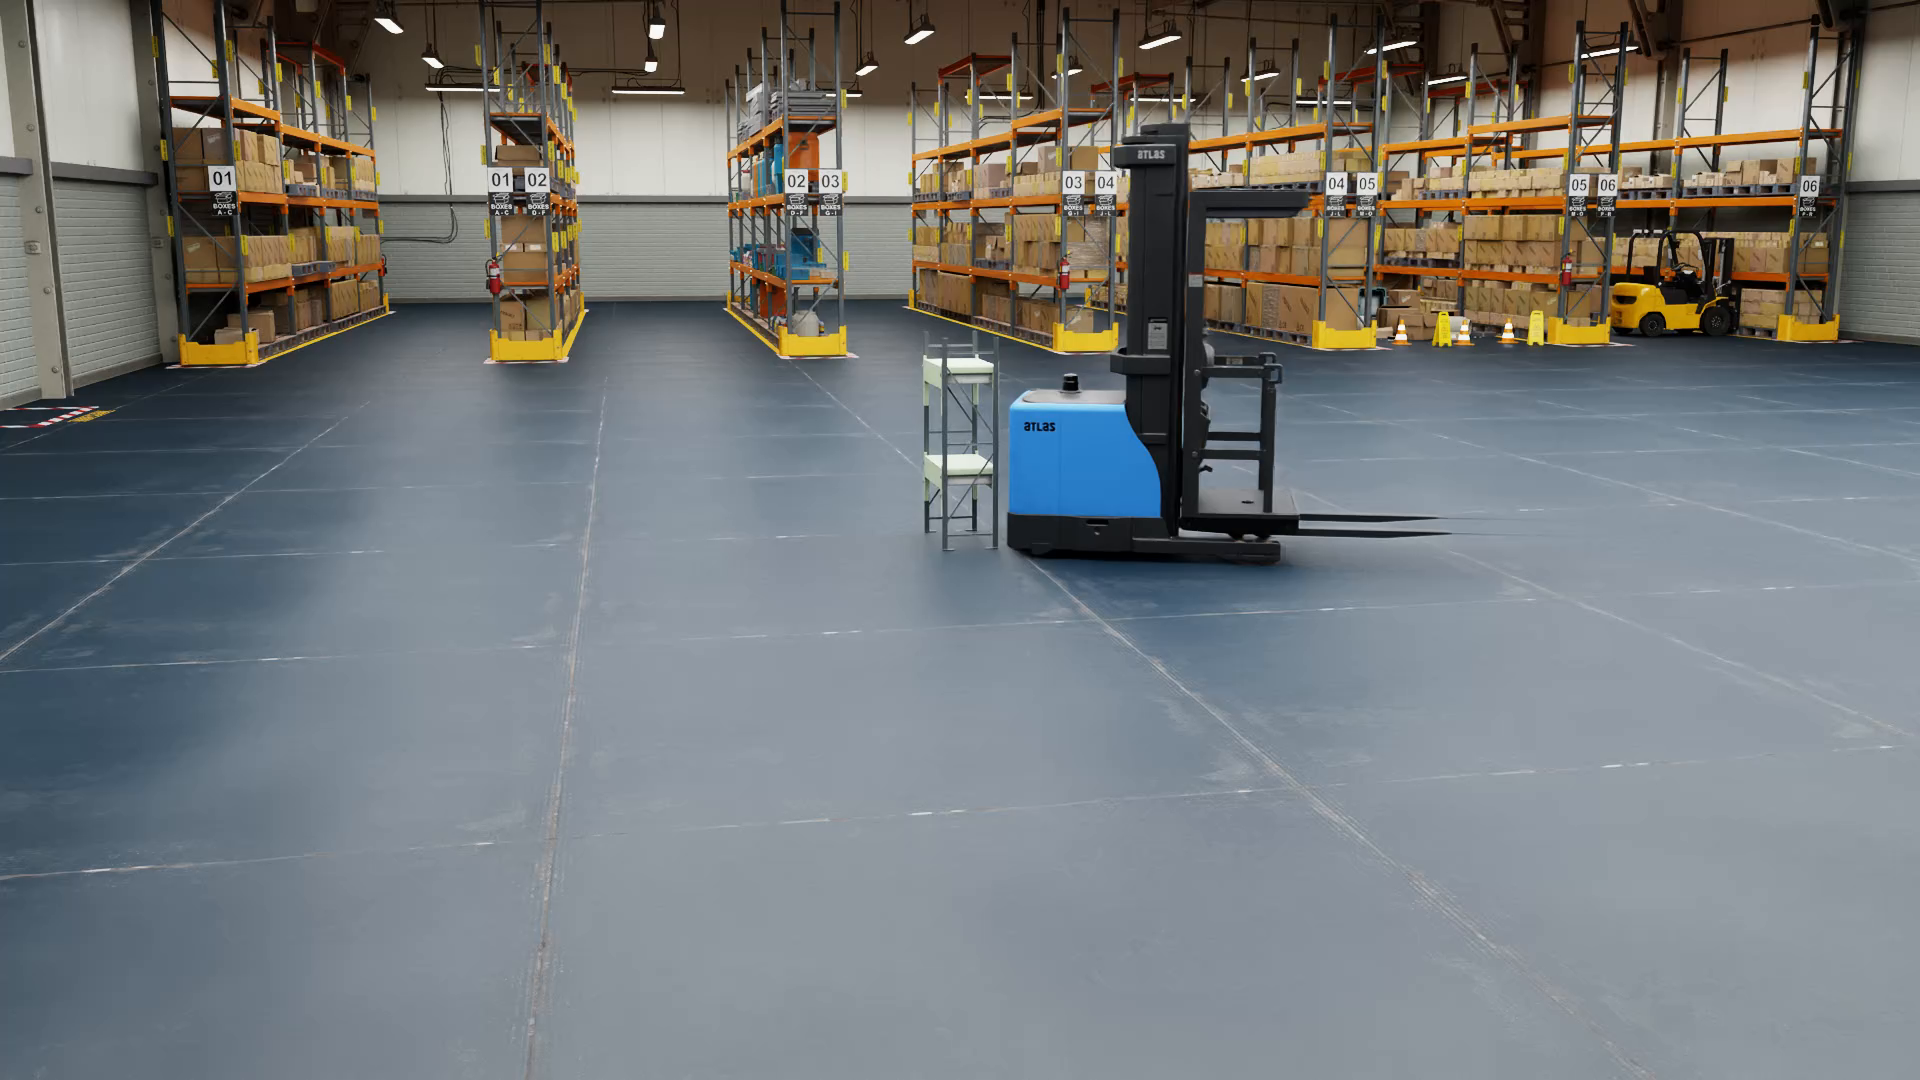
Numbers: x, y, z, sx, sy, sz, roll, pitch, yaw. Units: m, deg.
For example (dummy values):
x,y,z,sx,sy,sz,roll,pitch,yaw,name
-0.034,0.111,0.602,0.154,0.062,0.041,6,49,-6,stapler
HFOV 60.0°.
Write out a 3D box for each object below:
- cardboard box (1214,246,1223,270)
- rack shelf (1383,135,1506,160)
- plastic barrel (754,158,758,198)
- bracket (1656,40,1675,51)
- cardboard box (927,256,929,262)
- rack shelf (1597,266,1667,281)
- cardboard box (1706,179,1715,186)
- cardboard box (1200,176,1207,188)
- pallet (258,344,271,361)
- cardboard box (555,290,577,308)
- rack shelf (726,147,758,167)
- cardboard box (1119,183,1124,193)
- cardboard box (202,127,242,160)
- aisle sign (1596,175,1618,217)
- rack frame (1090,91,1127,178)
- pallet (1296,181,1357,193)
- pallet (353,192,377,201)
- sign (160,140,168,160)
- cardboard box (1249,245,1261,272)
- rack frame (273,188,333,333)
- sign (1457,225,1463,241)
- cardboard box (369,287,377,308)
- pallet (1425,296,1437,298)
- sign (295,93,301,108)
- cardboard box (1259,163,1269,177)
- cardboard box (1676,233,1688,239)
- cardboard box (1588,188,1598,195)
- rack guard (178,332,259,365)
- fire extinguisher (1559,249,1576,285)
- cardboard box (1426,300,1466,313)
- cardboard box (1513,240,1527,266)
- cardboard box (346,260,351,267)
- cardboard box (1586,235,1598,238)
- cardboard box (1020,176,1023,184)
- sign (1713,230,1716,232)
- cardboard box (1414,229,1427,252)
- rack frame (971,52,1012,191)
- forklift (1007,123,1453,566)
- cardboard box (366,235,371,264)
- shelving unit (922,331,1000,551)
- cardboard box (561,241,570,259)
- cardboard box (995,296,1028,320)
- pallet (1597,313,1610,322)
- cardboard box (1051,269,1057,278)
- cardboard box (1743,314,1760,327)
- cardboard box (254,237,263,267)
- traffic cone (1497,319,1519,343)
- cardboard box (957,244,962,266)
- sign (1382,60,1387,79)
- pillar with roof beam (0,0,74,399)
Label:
x,y,z,sx,sy,sz,roll,pitch,yaw,name
5.857,-6.146,36.198,0.500,0.500,0.500,-2,11,-10,cardboard box
10.864,-8.788,37.296,1.077,0.370,4.000,-2,11,-11,rack shelf
-4.030,-7.623,35.056,0.600,0.830,0.708,-2,11,-11,plastic barrel
16.214,-11.359,38.182,0.235,0.232,0.430,-2,11,-11,bracket
-0.654,-7.287,43.134,0.380,0.149,0.250,-2,11,-12,cardboard box
15.733,-6.219,38.772,1.077,0.370,4.000,-2,11,-11,rack shelf
16.061,-7.577,35.241,0.380,0.149,0.250,-2,11,-9,cardboard box
5.662,-7.982,37.099,0.500,0.250,0.500,-2,11,-9,cardboard box
-12.404,-3.184,28.362,1.003,0.211,1.213,-2,11,-11,pallet
-9.364,-5.680,39.523,0.500,0.500,0.500,-2,11,-11,cardboard box
-5.271,-9.715,42.165,1.077,0.370,4.000,-2,11,-11,rack shelf
4.433,-9.110,43.078,0.500,0.250,0.500,-3,11,-13,cardboard box
-12.102,-6.493,27.271,0.500,0.500,0.500,-3,11,-15,cardboard box
12.348,-6.568,31.727,0.394,0.787,0.004,-2,11,-11,aisle sign
4.084,-10.974,45.784,1.000,3.000,0.127,-2,11,-11,rack frame
7.041,-6.658,31.368,1.003,0.211,1.213,-2,11,-11,pallet
-15.223,-8.619,41.671,1.003,0.211,1.213,-2,11,-11,pallet
-12.814,-6.282,26.788,0.100,0.325,0.005,-2,11,-11,sign
6.501,-5.832,34.415,0.875,0.550,0.550,-2,11,-11,cardboard box
-13.821,-5.857,34.947,1.000,3.000,0.127,-2,11,-11,rack frame
10.710,-6.572,35.607,0.100,0.325,0.005,-2,11,-11,sign
-15.046,-6.086,41.713,0.700,0.500,0.500,-2,11,-11,cardboard box
13.959,-6.876,47.760,1.003,0.211,1.213,-2,11,-11,pallet
-15.149,-10.059,38.056,0.100,0.325,0.005,-2,11,-11,sign
6.338,-7.435,33.429,0.500,0.250,0.500,-2,11,-11,cardboard box
15.893,-6.650,36.316,0.380,0.149,0.250,-2,11,-10,cardboard box
12.285,-6.713,32.095,0.380,0.149,0.250,-2,11,-11,cardboard box
-12.280,-3.176,27.545,1.175,0.500,0.348,-2,11,-11,rack guard
11.602,-5.215,31.780,0.296,0.674,0.183,-2,11,-11,fire extinguisher
11.006,-5.168,37.229,0.950,0.372,0.625,-1,11,-7,cardboard box
11.469,-5.759,33.370,0.500,0.500,0.500,-2,11,-11,cardboard box
-14.069,-6.285,37.811,0.380,0.149,0.250,-2,11,-11,cardboard box
15.397,-7.295,41.109,0.500,0.500,0.500,-2,11,-8,cardboard box
1.412,-7.142,33.012,0.380,0.149,0.250,-3,11,-14,cardboard box
16.666,-6.690,36.796,0.100,0.325,0.005,-2,11,-11,sign
10.644,-6.784,37.631,0.500,0.500,0.500,-3,11,-13,cardboard box
0.755,-9.345,37.225,1.000,3.000,0.127,-2,11,-11,rack frame
1.887,-1.371,11.560,3.031,2.935,1.130,2,11,8,forklift
-14.977,-7.105,40.703,0.980,0.700,0.700,-3,11,-14,cardboard box
0.001,-0.736,12.050,0.431,1.500,0.755,-2,11,-11,shelving unit
-9.187,-6.579,37.352,0.700,0.500,0.500,0,11,0,cardboard box
1.142,-5.059,36.260,0.700,0.500,0.500,-1,11,-6,cardboard box
15.699,-5.194,38.918,1.003,0.211,1.213,-2,11,-11,pallet
1.906,-4.941,30.808,0.380,0.149,0.250,-2,11,-11,cardboard box
16.411,-4.494,34.014,0.500,0.250,0.500,-2,11,-11,cardboard box
-12.150,-4.884,28.176,0.500,0.500,0.500,-2,11,-11,cardboard box
10.682,-4.076,32.376,0.336,0.463,0.334,-2,11,-11,traffic cone
0.220,-6.715,39.186,0.500,0.500,0.500,-2,11,-13,cardboard box
7.741,-8.595,30.365,0.100,0.325,0.005,-2,11,-11,sign
-7.860,-6.490,22.227,9.100,9.000,0.400,-2,11,-11,pillar with roof beam
